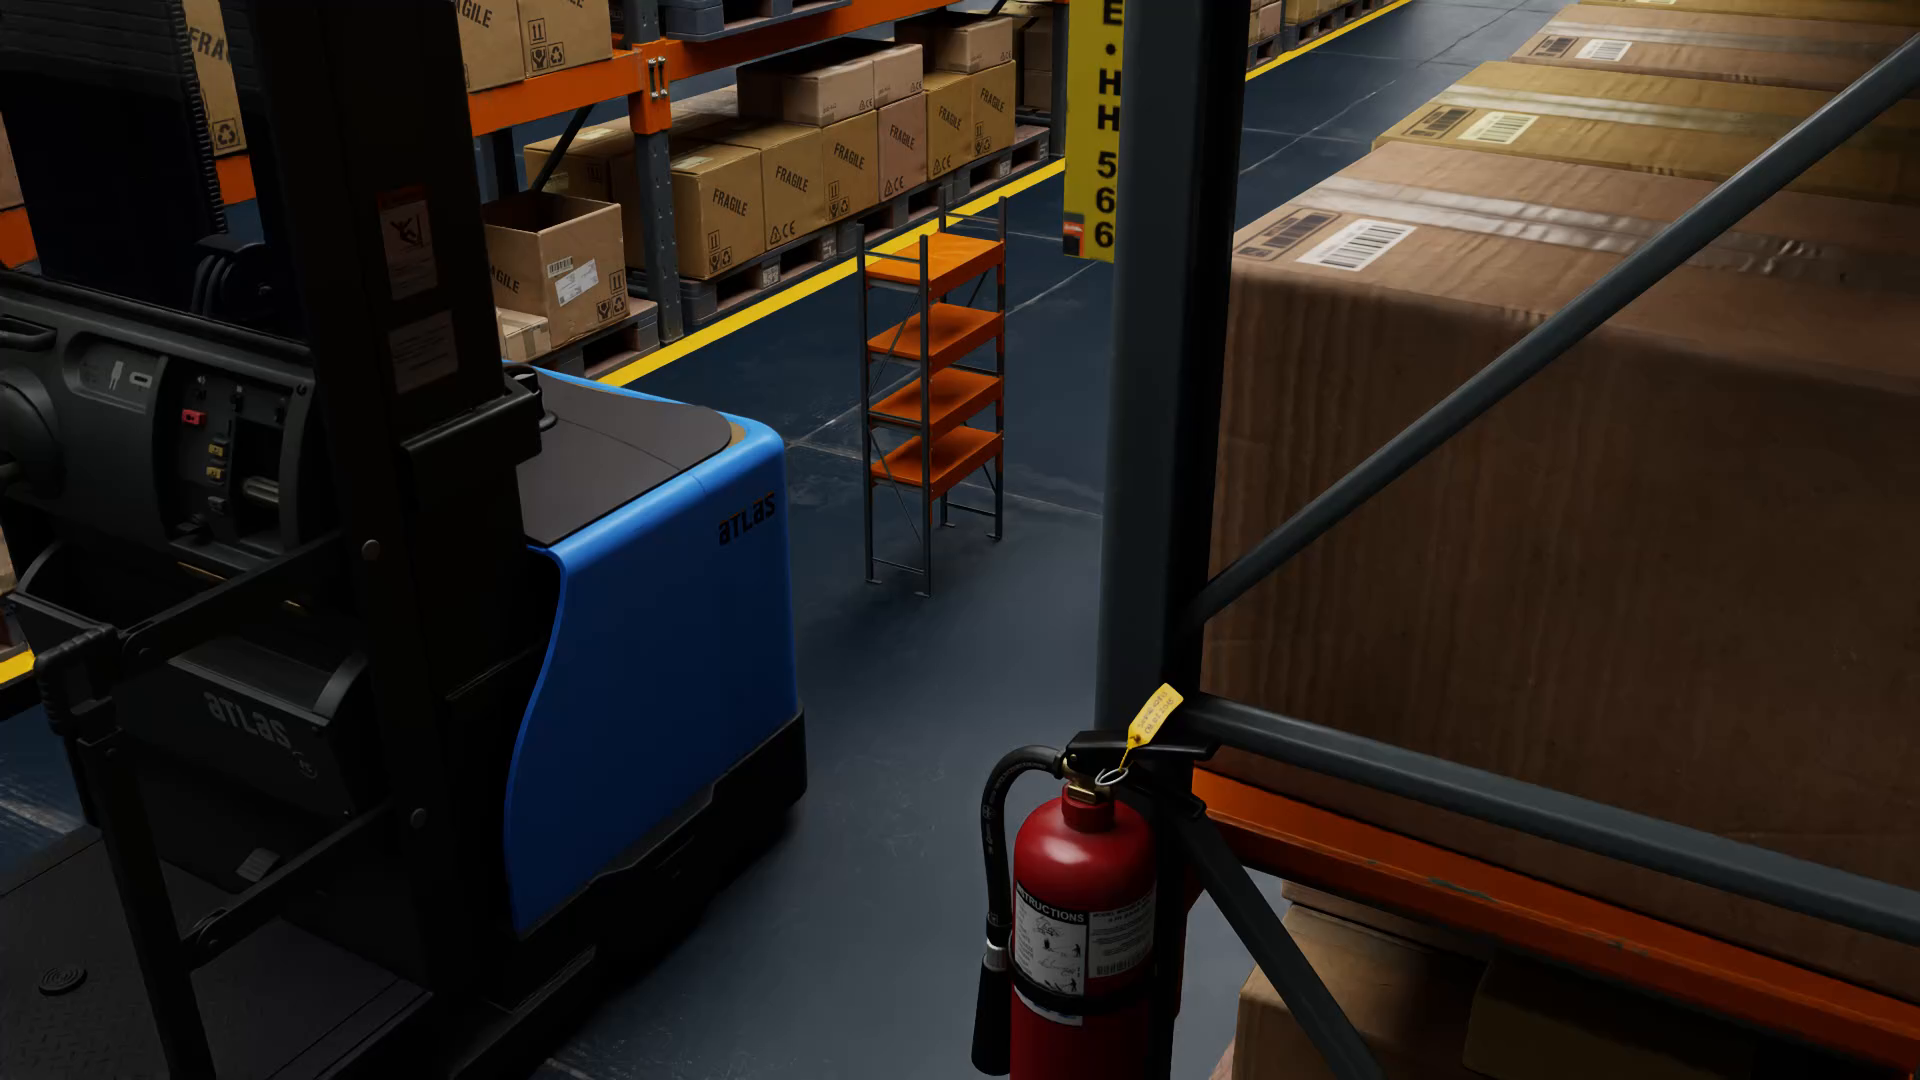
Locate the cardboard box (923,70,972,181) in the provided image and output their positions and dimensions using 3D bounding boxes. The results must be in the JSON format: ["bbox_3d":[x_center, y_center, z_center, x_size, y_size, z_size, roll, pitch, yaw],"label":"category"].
[{"bbox_3d":[-0.267,-2.369,9.433,0.500,0.500,0.500,13,29,24],"label":"cardboard box"}]

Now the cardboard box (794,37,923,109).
[{"bbox_3d":[-0.536,-2.484,8.824,0.500,0.250,0.500,14,30,25],"label":"cardboard box"}]

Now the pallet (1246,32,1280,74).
[{"bbox_3d":[1.883,-3.924,13.353,1.003,0.211,1.213,14,30,26],"label":"pallet"}]

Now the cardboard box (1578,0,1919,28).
[{"bbox_3d":[1.946,-0.903,3.867,0.980,0.700,0.700,13,30,25],"label":"cardboard box"}]

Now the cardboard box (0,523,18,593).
[{"bbox_3d":[-2.931,-0.102,5.182,0.500,0.250,0.500,14,30,26],"label":"cardboard box"}]

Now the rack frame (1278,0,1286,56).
[{"bbox_3d":[2.212,-5.467,13.320,1.000,3.000,0.127,14,30,26],"label":"rack frame"}]

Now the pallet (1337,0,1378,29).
[{"bbox_3d":[3.238,-4.998,15.498,1.003,0.211,1.213,14,30,26],"label":"pallet"}]

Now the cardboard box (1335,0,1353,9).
[{"bbox_3d":[3.205,-4.927,14.843,0.500,0.250,0.500,14,30,26],"label":"cardboard box"}]

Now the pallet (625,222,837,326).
[{"bbox_3d":[-1.357,-1.427,8.366,1.003,0.211,1.213,14,30,26],"label":"pallet"}]

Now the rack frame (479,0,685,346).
[{"bbox_3d":[-1.724,-2.349,7.092,1.000,3.000,0.127,14,30,26],"label":"rack frame"}]

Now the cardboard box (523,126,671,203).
[{"bbox_3d":[-1.731,-1.683,8.063,0.500,0.500,0.500,14,30,26],"label":"cardboard box"}]

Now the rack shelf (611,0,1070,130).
[{"bbox_3d":[-0.740,-2.807,8.810,1.077,0.370,4.000,14,30,26],"label":"rack shelf"}]

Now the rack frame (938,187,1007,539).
[{"bbox_3d":[0.039,-0.567,5.543,0.240,1.200,0.015,14,30,26],"label":"rack frame"}]

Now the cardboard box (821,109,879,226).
[{"bbox_3d":[-0.769,-1.966,8.628,0.500,0.500,0.500,15,30,27],"label":"cardboard box"}]

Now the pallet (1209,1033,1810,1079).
[{"bbox_3d":[0.948,1.217,3.082,1.003,0.211,1.213,14,30,26],"label":"pallet"}]

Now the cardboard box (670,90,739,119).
[{"bbox_3d":[-1.233,-2.070,8.834,0.500,0.500,0.500,15,30,27],"label":"cardboard box"}]

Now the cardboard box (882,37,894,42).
[{"bbox_3d":[-0.229,-2.872,10.438,0.500,0.500,0.500,16,31,28],"label":"cardboard box"}]

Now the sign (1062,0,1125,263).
[{"bbox_3d":[0.157,-0.449,1.739,0.100,0.325,0.005,14,30,26],"label":"sign"}]

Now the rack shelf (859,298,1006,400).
[{"bbox_3d":[-0.081,-0.612,5.283,0.258,0.148,0.480,14,30,26],"label":"rack shelf"}]

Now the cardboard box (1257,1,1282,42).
[{"bbox_3d":[2.260,-4.200,13.391,0.500,0.250,0.500,14,30,26],"label":"cardboard box"}]

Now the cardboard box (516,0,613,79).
[{"bbox_3d":[-1.746,-2.142,6.567,0.500,0.500,0.500,15,30,27],"label":"cardboard box"}]

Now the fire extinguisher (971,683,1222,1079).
[{"bbox_3d":[0.147,0.458,1.988,0.296,0.674,0.183,14,30,26],"label":"fire extinguisher"}]

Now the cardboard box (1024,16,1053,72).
[{"bbox_3d":[0.757,-3.256,10.880,0.500,0.311,0.500,15,30,28],"label":"cardboard box"}]

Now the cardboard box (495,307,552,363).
[{"bbox_3d":[-1.889,-0.827,6.745,0.380,0.149,0.250,14,30,26],"label":"cardboard box"}]

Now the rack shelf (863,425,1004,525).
[{"bbox_3d":[-0.081,-0.234,5.472,0.258,0.148,0.480,14,30,26],"label":"rack shelf"}]

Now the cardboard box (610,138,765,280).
[{"bbox_3d":[-1.274,-1.563,7.822,0.500,0.500,0.500,13,29,24],"label":"cardboard box"}]

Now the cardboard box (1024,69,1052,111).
[{"bbox_3d":[0.757,-3.006,11.006,0.500,0.250,0.500,14,30,26],"label":"cardboard box"}]

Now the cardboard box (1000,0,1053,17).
[{"bbox_3d":[0.537,-3.579,11.525,0.500,0.311,0.500,14,30,25],"label":"cardboard box"}]

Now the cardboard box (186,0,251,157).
[{"bbox_3d":[-2.498,-1.541,5.367,0.500,0.500,0.500,15,30,27],"label":"cardboard box"}]

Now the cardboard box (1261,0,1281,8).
[{"bbox_3d":[2.262,-4.455,13.275,0.500,0.311,0.500,14,30,26],"label":"cardboard box"}]

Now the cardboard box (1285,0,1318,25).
[{"bbox_3d":[2.704,-4.539,14.069,0.500,0.250,0.500,14,30,26],"label":"cardboard box"}]

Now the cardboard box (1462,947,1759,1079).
[{"bbox_3d":[0.993,0.737,2.525,0.380,0.149,0.250,14,30,26],"label":"cardboard box"}]

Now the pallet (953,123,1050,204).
[{"bbox_3d":[-0.156,-2.378,10.265,1.003,0.211,1.213,14,30,26],"label":"pallet"}]

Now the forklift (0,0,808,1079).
[{"bbox_3d":[-1.579,-0.161,2.798,1.130,2.935,3.031,15,30,27],"label":"forklift"}]

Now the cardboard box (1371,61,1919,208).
[{"bbox_3d":[1.213,-0.322,2.707,0.980,0.700,0.700,14,30,26],"label":"cardboard box"}]

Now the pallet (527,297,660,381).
[{"bbox_3d":[-2.063,-0.835,7.182,1.003,0.211,1.213,14,30,26],"label":"pallet"}]

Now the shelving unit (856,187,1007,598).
[{"bbox_3d":[-0.081,-0.472,5.353,0.258,1.200,0.503,14,30,26],"label":"shelving unit"}]
